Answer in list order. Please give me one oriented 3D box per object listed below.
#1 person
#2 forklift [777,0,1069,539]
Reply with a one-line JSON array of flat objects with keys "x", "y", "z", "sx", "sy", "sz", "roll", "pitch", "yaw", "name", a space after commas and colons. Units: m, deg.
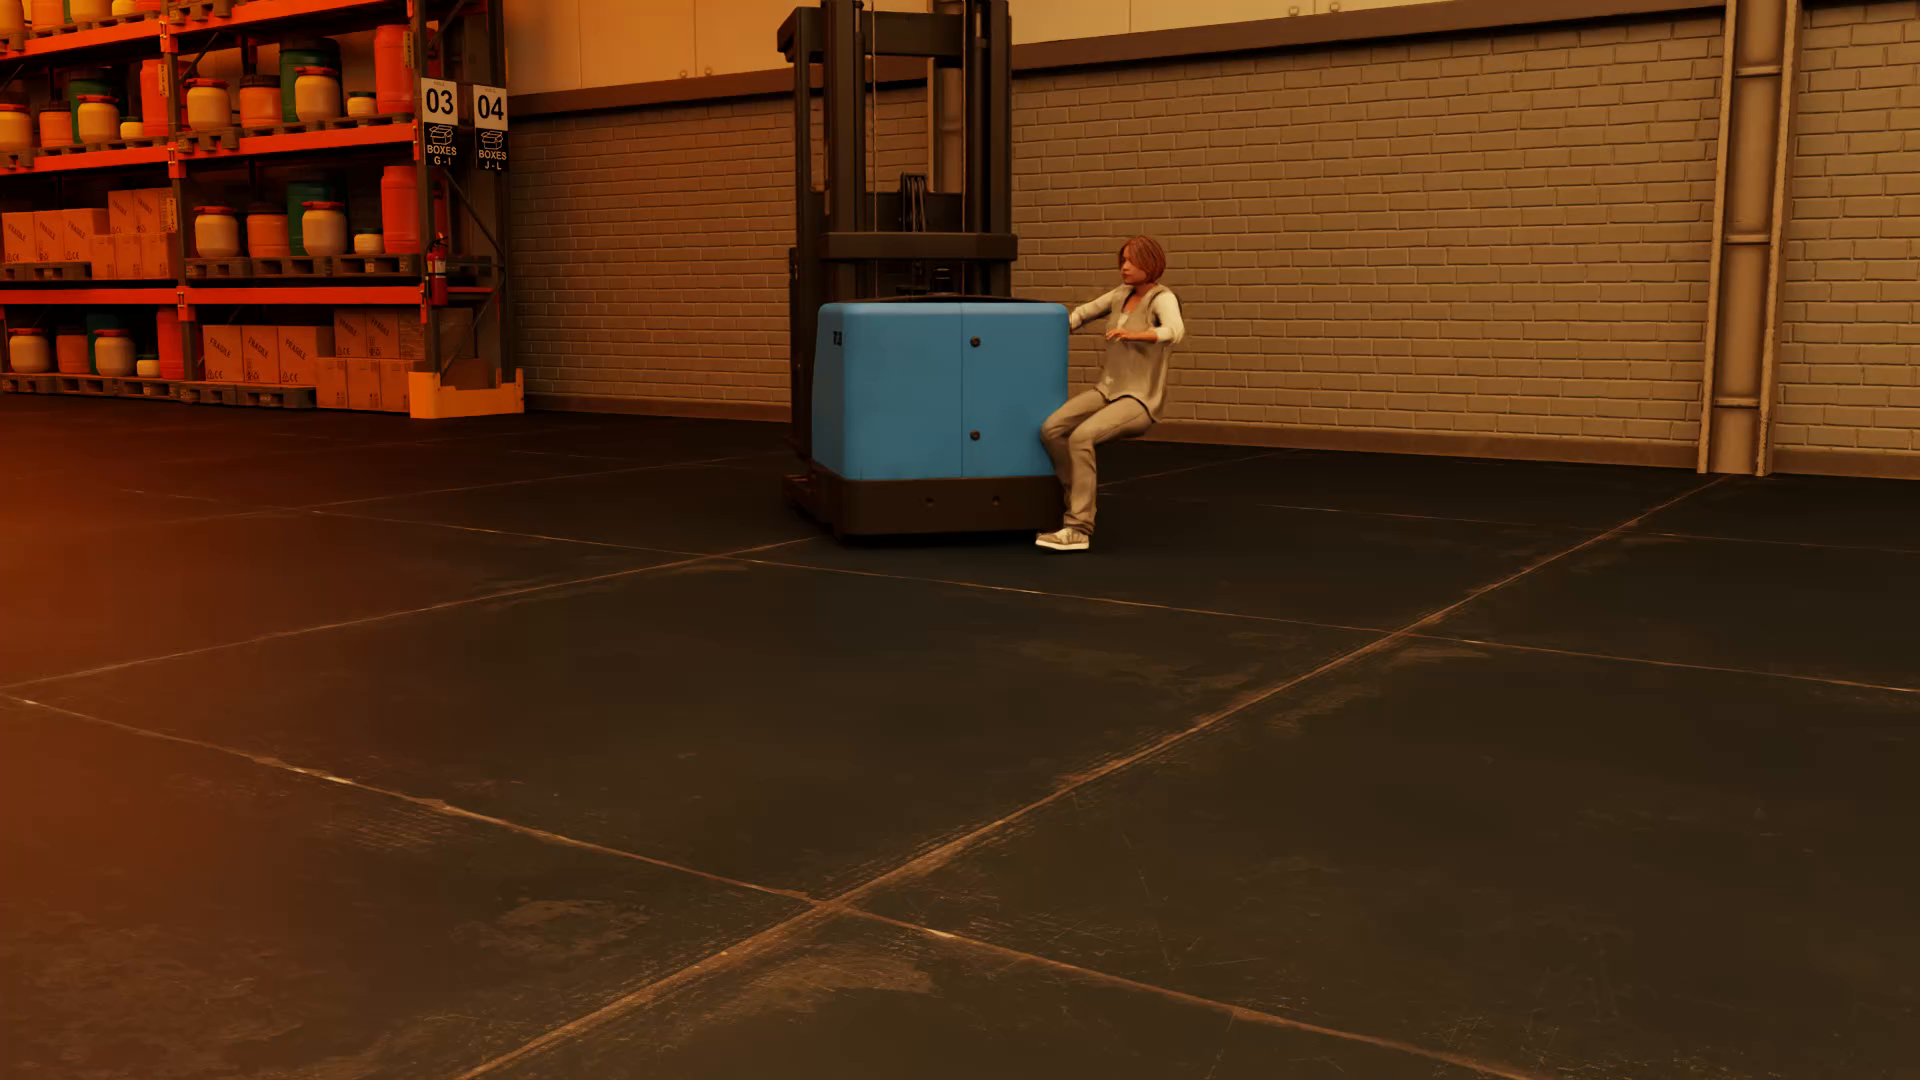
[{"x": 0.595, "y": -0.655, "z": 7.330, "sx": 0.755, "sy": 1.366, "sz": 0.832, "roll": -8, "pitch": 11, "yaw": -44, "name": "person"}, {"x": -0.338, "y": -1.622, "z": 8.599, "sx": 1.130, "sy": 2.935, "sz": 3.031, "roll": -2, "pitch": 8, "yaw": -13, "name": "forklift"}]
